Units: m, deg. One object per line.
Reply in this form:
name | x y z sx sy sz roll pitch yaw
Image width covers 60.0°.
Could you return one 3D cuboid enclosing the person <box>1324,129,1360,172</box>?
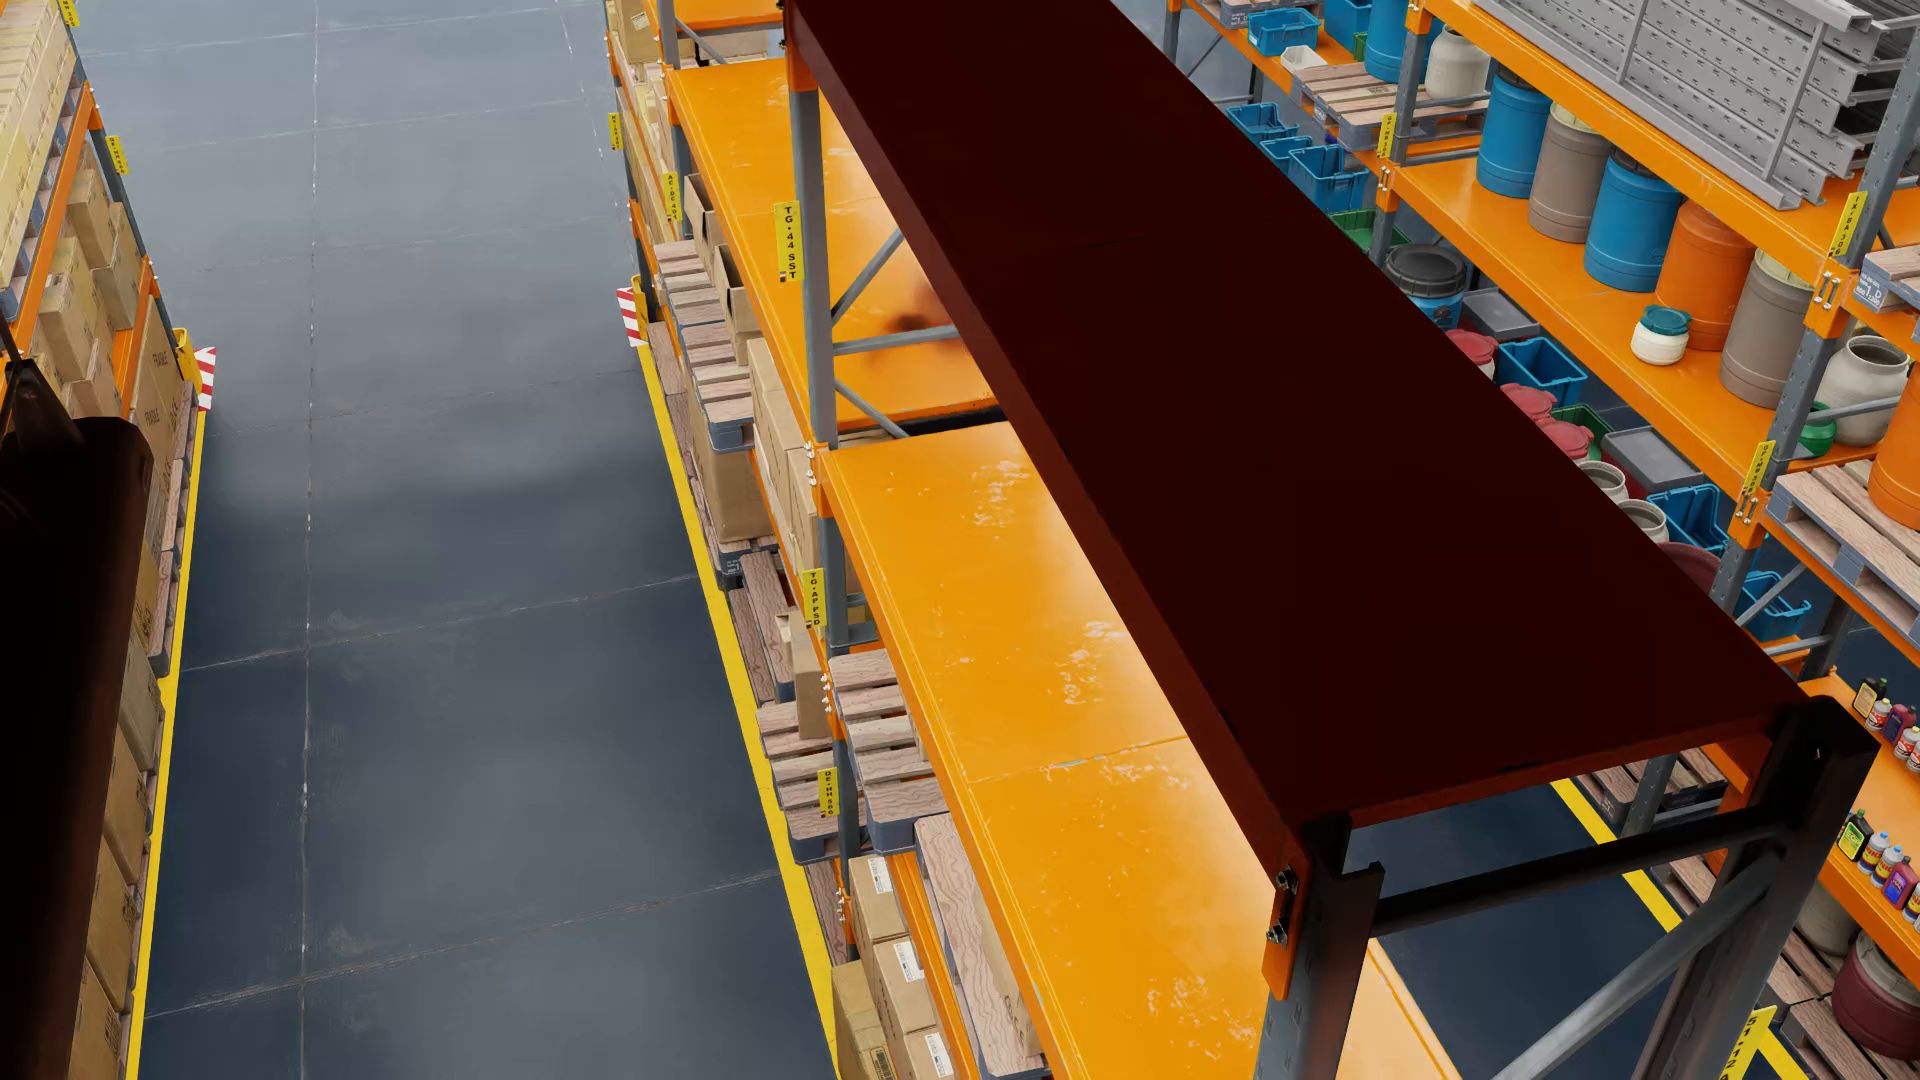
person | 3.724 -3.667 16.202 0.621 1.613 0.548 -19 42 -23
